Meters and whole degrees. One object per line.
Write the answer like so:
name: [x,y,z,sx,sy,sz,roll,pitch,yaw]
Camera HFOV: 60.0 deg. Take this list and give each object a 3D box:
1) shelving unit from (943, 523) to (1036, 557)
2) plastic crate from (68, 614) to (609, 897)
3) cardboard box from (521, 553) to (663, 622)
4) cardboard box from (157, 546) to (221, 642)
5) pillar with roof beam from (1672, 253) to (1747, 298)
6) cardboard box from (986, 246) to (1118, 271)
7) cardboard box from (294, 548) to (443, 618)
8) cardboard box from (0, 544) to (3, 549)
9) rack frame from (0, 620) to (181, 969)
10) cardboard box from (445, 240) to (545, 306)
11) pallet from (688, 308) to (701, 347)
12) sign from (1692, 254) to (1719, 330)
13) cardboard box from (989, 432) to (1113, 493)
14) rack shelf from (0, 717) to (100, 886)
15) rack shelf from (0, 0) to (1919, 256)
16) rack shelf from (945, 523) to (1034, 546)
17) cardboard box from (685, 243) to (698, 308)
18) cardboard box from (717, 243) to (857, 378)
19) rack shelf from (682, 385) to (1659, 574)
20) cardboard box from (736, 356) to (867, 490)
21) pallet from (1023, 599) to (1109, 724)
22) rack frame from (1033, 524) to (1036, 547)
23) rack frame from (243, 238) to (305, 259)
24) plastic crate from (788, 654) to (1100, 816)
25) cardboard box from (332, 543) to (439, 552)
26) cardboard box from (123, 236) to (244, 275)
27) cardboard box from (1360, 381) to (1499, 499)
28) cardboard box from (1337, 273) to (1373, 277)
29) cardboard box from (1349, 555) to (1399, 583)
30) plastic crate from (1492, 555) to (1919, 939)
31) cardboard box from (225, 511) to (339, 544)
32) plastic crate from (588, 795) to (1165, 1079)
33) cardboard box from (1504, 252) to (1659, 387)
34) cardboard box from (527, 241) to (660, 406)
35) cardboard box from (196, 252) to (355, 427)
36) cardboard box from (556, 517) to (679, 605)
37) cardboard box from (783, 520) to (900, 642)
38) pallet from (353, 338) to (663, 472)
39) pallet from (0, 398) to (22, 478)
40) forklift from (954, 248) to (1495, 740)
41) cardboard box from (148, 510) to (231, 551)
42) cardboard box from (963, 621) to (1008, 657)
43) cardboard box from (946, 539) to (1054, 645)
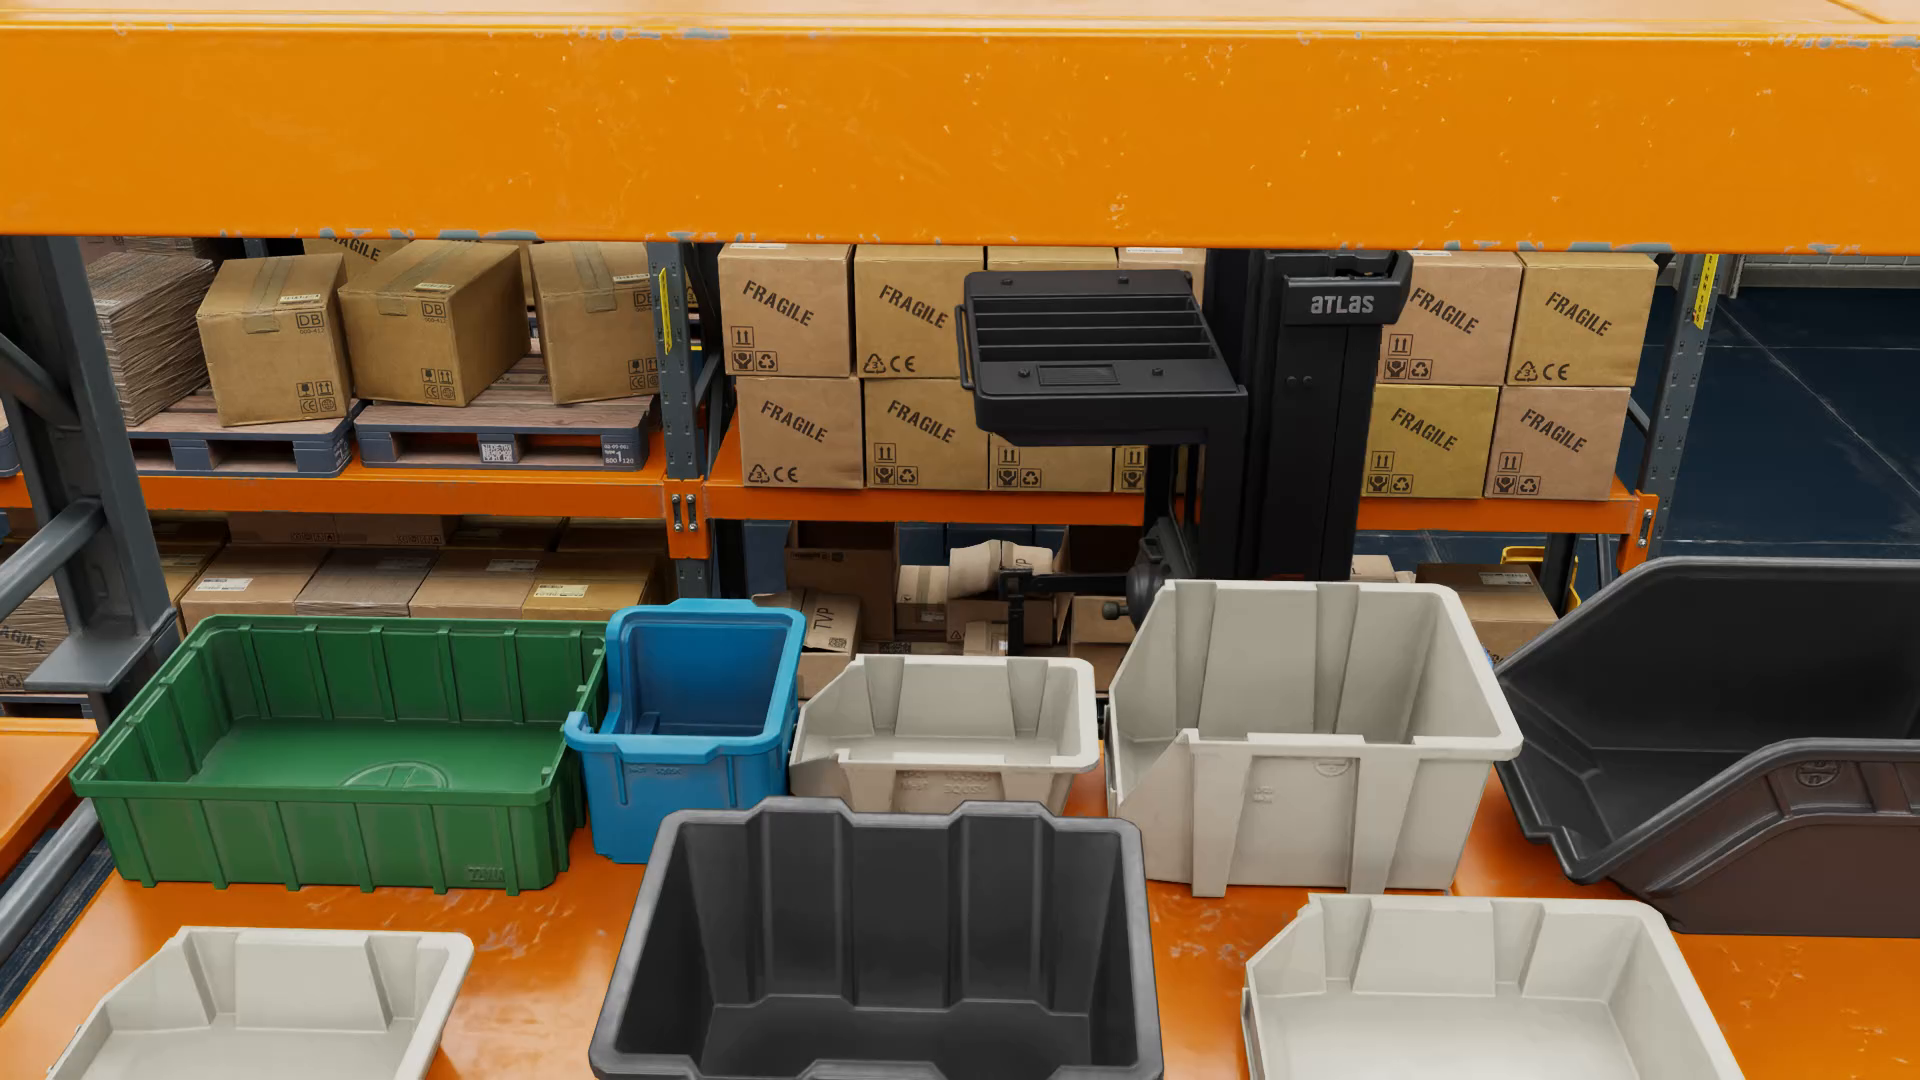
shelving unit: [0.165,-0.925,8.753,0.503,2.100,0.431,1,28,2]
plastic crate: [-0.878,0.311,2.483,0.662,0.188,0.450,1,28,2]
cardboard box: [-1.637,0.395,7.501,0.500,0.500,0.500,1,28,2]
cardboard box: [-3.662,0.361,7.565,0.500,0.500,0.500,1,28,1]
pillar with roof beam: [5.612,-3.889,6.979,0.400,9.000,9.100,1,28,2]
cardboard box: [0.357,-0.970,6.703,0.500,0.500,0.500,0,28,0]
cardboard box: [-2.632,0.375,7.540,0.500,0.500,0.500,1,28,2]
cardboard box: [-4.686,0.344,7.597,0.500,0.500,0.500,2,28,4]
rack frame: [-1.312,1.678,2.883,0.127,3.000,1.000,1,28,2]
cardboard box: [-3.355,-2.170,11.989,0.750,0.750,0.750,1,28,2]
pallet: [-1.736,-1.705,12.241,1.213,0.211,1.003,1,28,2]
sign: [2.824,-0.966,6.297,0.005,0.325,0.100,1,28,2]
cardboard box: [0.378,-0.533,6.946,0.500,0.500,0.500,1,28,2]
rack shelf: [-3.311,0.637,2.411,4.000,0.370,1.077,1,28,2]
rack shelf: [0.687,-0.445,1.677,4.000,0.370,1.077,1,28,2]
rack shelf: [0.165,-0.294,9.087,0.480,0.518,0.431,1,28,2]
cardboard box: [-1.617,-2.145,11.941,0.750,0.750,0.750,1,28,2]
cardboard box: [-0.673,-0.987,6.736,0.500,0.500,0.500,2,28,3]
rack shelf: [0.865,-0.290,7.362,4.000,0.370,1.077,1,28,2]
cardboard box: [-0.634,-0.549,6.976,0.500,0.500,0.500,2,28,3]
pallet: [0.775,0.622,7.852,1.213,0.211,1.003,1,28,2]
rack frame: [0.409,-0.921,8.745,0.015,2.100,0.400,1,28,2]
rack frame: [-4.960,-3.026,11.755,0.127,3.000,1.000,1,28,2]
plastic crate: [-0.028,0.312,2.538,0.466,0.136,0.293,1,28,2]
cardboard box: [-2.641,0.132,7.998,0.500,0.500,0.500,1,28,2]
cardboard box: [-5.681,-2.103,12.214,0.500,0.500,0.700,1,28,3]
cardboard box: [1.888,-0.506,6.895,0.500,0.500,0.500,1,28,2]
cardboard box: [1.386,-0.954,6.672,0.500,0.500,0.500,2,28,3]
cardboard box: [1.831,0.296,7.956,0.500,0.250,0.500,1,28,2]
plastic crate: [1.168,0.292,2.360,0.767,0.338,0.504,1,28,2]
cardboard box: [-3.109,-0.209,7.840,0.500,0.250,0.500,0,28,1]
plastic crate: [-0.080,0.559,1.930,0.590,0.269,0.497,1,28,2]
cardboard box: [2.409,-0.939,6.645,0.500,0.500,0.500,1,28,1]
cardboard box: [-1.599,-0.983,7.347,0.500,0.500,0.700,-8,29,-15]
cardboard box: [-2.901,-0.871,7.135,0.500,0.500,0.700,-6,29,-11]
cardboard box: [-1.608,0.147,7.969,0.500,0.500,0.500,0,28,-1]
cardboard box: [-0.554,0.146,7.971,0.500,0.500,0.500,1,28,2]
pallet: [-1.928,-0.620,7.423,1.213,0.211,1.003,1,28,2]
pallet: [-4.451,-0.644,7.467,1.003,0.211,1.213,1,28,2]
forklift: [0.491,0.245,5.659,3.031,2.935,1.130,-1,28,-2]
cardboard box: [-3.671,0.117,8.025,0.500,0.500,0.500,0,28,0]
cardboard box: [0.143,0.534,7.595,0.250,0.166,0.380,1,28,2]
cardboard box: [0.195,0.242,7.992,0.500,0.311,0.500,1,28,2]
